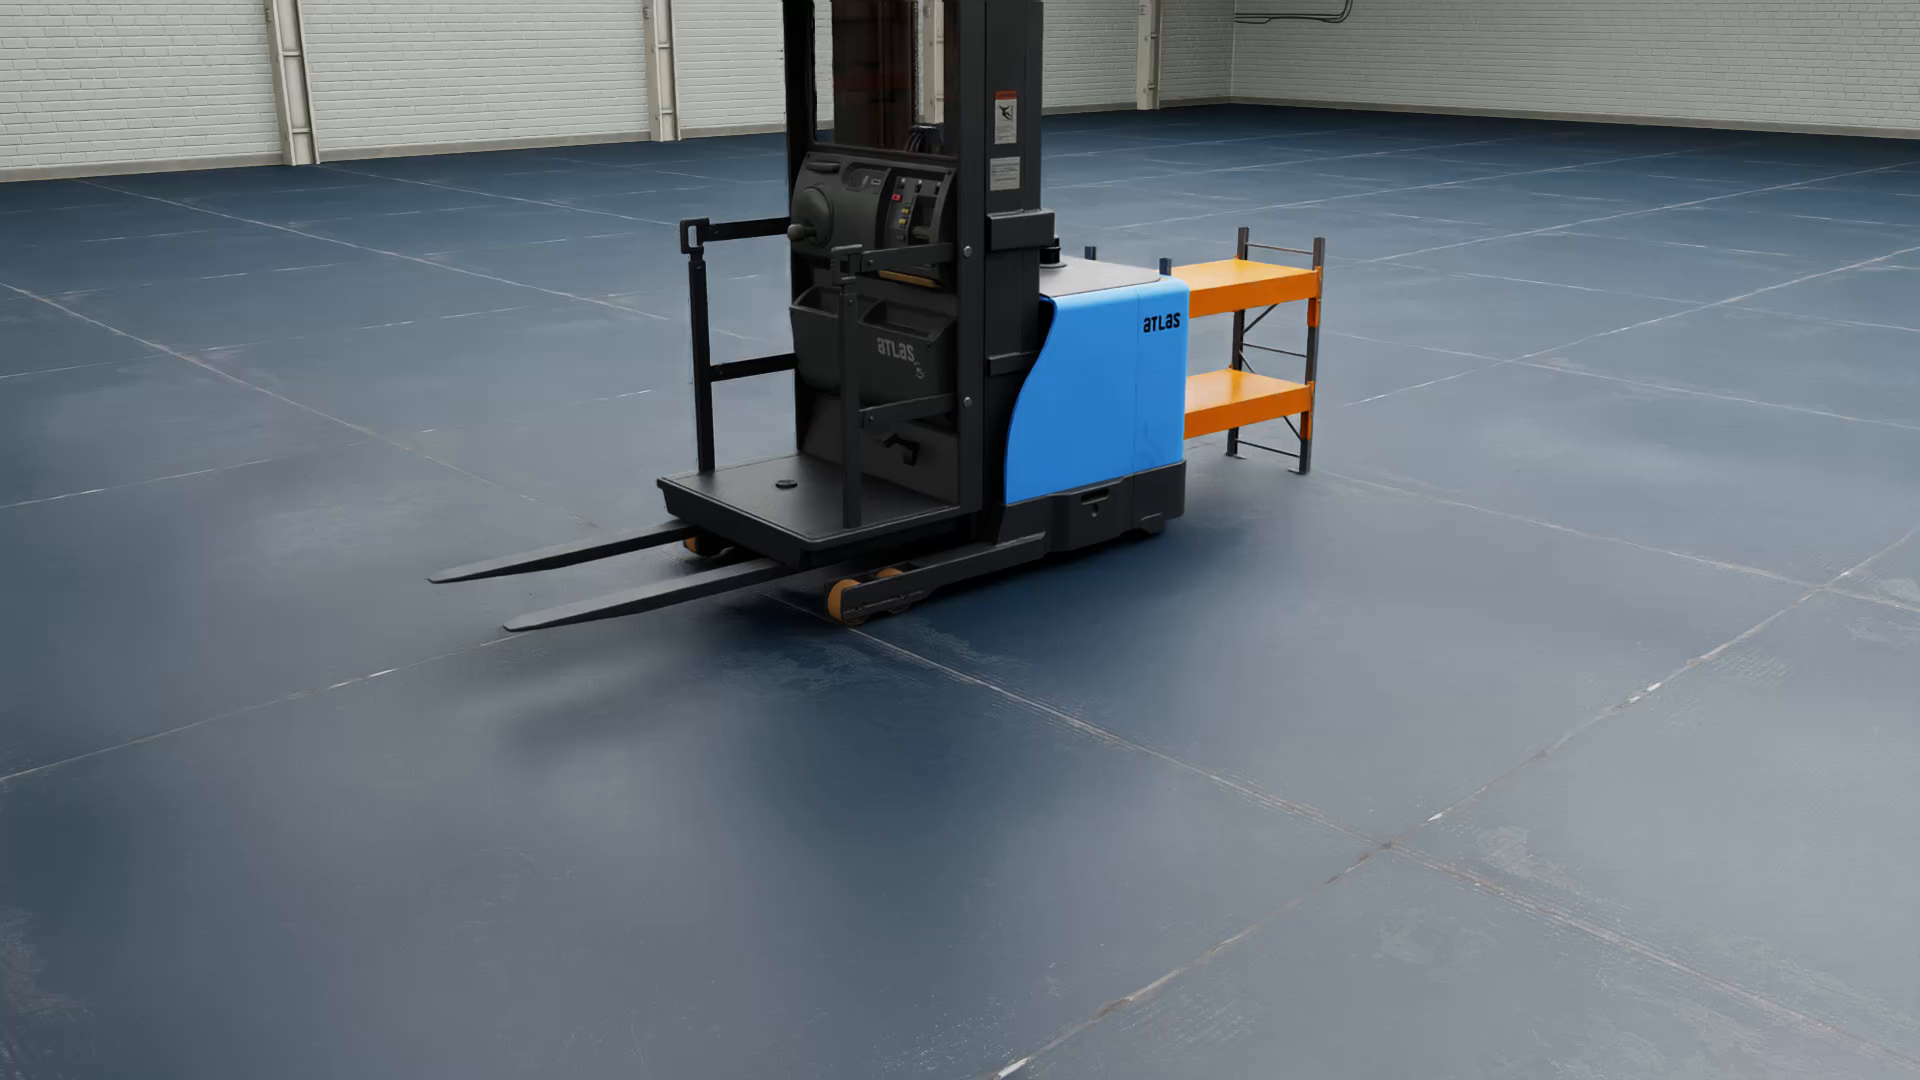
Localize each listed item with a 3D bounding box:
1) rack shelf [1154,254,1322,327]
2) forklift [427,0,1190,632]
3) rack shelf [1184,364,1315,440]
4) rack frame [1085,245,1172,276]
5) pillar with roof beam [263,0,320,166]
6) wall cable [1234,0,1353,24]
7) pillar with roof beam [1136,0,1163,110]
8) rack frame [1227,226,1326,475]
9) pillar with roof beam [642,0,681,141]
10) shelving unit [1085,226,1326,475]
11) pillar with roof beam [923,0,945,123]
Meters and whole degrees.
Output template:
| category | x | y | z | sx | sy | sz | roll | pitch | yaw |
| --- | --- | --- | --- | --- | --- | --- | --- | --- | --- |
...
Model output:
| category | x | y | z | sx | sy | sz | roll | pitch | yaw |
| --- | --- | --- | --- | --- | --- | --- | --- | --- | --- |
| rack shelf | 1.113 | -1.085 | 7.559 | 1.000 | 0.278 | 0.538 | -14 | 23 | -37 |
| forklift | -0.498 | -1.267 | 6.140 | 3.031 | 2.935 | 1.130 | -14 | 23 | -37 |
| rack shelf | 1.113 | -0.574 | 7.725 | 1.000 | 0.278 | 0.538 | -14 | 23 | -37 |
| rack frame | 0.722 | -0.707 | 7.341 | 0.032 | 1.125 | 0.500 | -14 | 23 | -37 |
| pillar with roof beam | -6.188 | -8.542 | 18.741 | 0.400 | 9.000 | 9.100 | -16 | 24 | -41 |
| wall cable | 6.982 | -12.172 | 34.971 | 0.112 | 2.526 | 3.097 | -16 | 24 | -41 |
| pillar with roof beam | 6.891 | -12.356 | 30.505 | 0.400 | 9.000 | 9.100 | -16 | 24 | -41 |
| rack frame | 1.504 | -0.907 | 7.958 | 0.032 | 1.125 | 0.500 | -14 | 23 | -37 |
| pillar with roof beam | -1.829 | -9.814 | 22.662 | 0.400 | 9.000 | 9.100 | -16 | 24 | -41 |
| shelving unit | 1.113 | -0.807 | 7.649 | 1.048 | 1.125 | 0.538 | -14 | 23 | -37 |
| pillar with roof beam | 2.531 | -11.085 | 26.583 | 0.400 | 9.000 | 9.100 | -16 | 24 | -41 |
